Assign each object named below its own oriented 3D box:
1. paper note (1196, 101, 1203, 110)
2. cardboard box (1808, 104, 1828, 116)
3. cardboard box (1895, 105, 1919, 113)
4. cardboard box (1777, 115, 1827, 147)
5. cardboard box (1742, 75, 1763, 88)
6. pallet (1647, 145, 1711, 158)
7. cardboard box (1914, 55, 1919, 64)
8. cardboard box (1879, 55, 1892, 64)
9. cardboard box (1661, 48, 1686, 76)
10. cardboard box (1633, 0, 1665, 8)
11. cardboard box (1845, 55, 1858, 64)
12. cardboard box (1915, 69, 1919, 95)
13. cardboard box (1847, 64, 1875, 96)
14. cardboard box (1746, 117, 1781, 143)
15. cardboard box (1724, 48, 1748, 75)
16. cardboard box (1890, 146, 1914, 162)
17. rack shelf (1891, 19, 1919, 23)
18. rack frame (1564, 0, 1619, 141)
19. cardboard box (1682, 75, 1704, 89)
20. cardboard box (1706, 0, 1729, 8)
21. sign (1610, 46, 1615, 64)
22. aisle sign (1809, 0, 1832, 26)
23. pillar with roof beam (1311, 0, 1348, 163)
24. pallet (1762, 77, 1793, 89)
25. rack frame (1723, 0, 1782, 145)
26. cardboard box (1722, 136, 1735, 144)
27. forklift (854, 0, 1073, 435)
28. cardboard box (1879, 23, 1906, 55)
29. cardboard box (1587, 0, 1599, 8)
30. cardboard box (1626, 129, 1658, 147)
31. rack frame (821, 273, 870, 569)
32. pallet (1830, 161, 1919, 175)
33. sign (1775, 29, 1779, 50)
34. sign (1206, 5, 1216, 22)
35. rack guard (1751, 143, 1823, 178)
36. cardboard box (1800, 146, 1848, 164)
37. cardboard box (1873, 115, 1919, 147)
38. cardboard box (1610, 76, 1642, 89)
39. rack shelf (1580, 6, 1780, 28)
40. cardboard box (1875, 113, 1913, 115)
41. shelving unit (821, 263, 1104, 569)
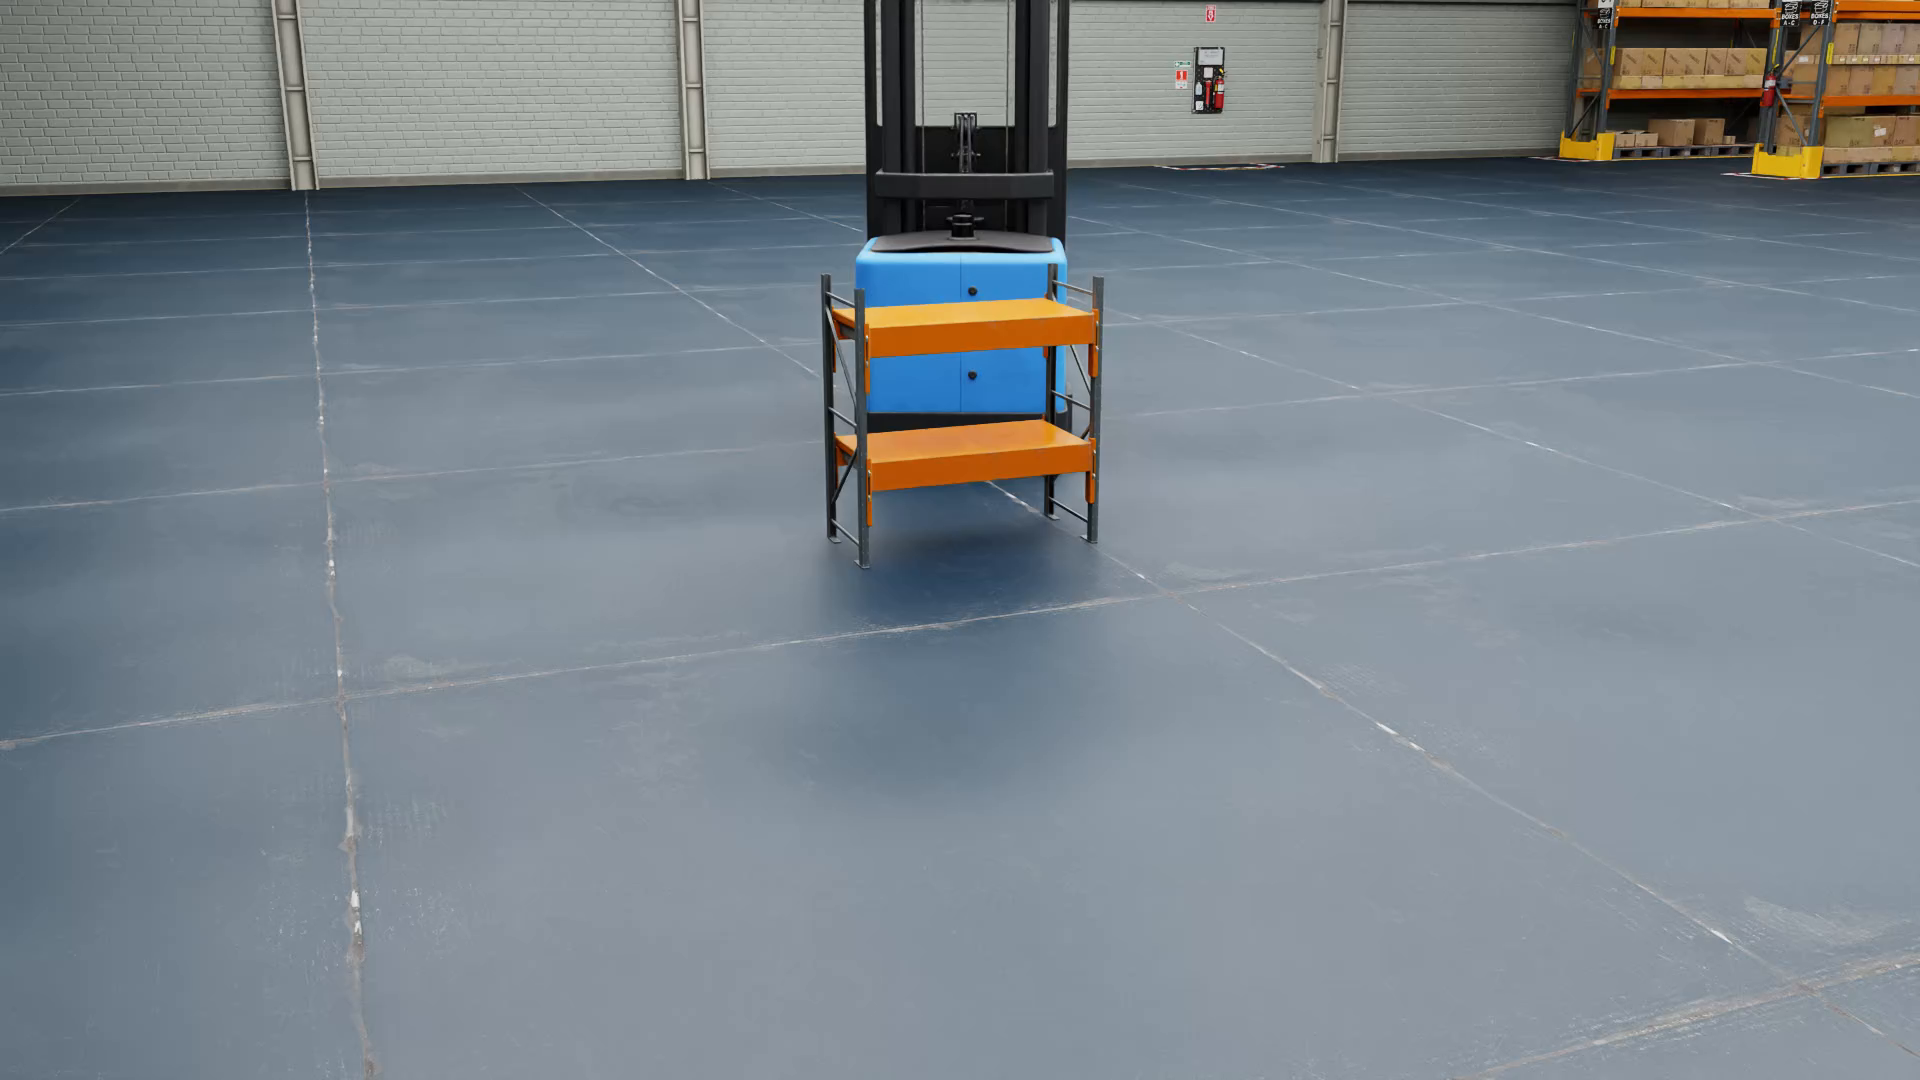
[{"bbox_3d":[4.368,-7.917,30.299,0.142,0.148,0.016,-6,17,-20],"label":"paper note"},{"bbox_3d":[17.449,-8.838,34.195,0.500,0.250,0.500,-7,18,-22],"label":"cardboard box"},{"bbox_3d":[20.342,-8.902,35.158,0.750,0.750,0.750,-6,18,-21],"label":"cardboard box"},{"bbox_3d":[14.308,-6.957,28.269,0.500,0.500,0.500,-6,17,-20],"label":"cardboard box"},{"bbox_3d":[15.539,-9.099,32.990,0.500,0.250,0.500,-6,17,-20],"label":"cardboard box"},{"bbox_3d":[14.117,-7.750,33.114,1.213,0.211,1.003,-6,17,-20],"label":"pallet"},{"bbox_3d":[16.038,-8.106,28.050,0.250,0.149,0.380,-6,17,-18],"label":"cardboard box"},{"bbox_3d":[15.321,-8.029,27.788,0.250,0.149,0.380,-7,18,-22],"label":"cardboard box"},{"bbox_3d":[13.641,-9.250,32.173,0.500,0.500,0.500,-7,18,-22],"label":"cardboard box"},{"bbox_3d":[13.054,-10.395,31.637,0.500,0.500,0.500,-5,17,-16],"label":"cardboard box"},{"bbox_3d":[14.603,-7.952,27.525,0.250,0.149,0.380,-7,18,-22],"label":"cardboard box"},{"bbox_3d":[16.277,-7.883,28.441,0.500,0.500,0.700,-6,17,-19],"label":"cardboard box"},{"bbox_3d":[14.843,-7.729,27.915,0.500,0.500,0.700,-6,17,-19],"label":"cardboard box"},{"bbox_3d":[16.554,-8.379,33.964,0.500,0.500,0.700,-6,17,-18],"label":"cardboard box"},{"bbox_3d":[15.078,-9.405,32.703,0.500,0.500,0.500,-6,17,-20],"label":"cardboard box"},{"bbox_3d":[15.895,-6.611,28.422,0.500,0.250,0.500,-6,17,-20],"label":"cardboard box"},{"bbox_3d":[21.476,-10.988,35.145,4.000,0.370,1.077,-6,17,-20],"label":"rack shelf"},{"bbox_3d":[12.138,-8.886,32.033,0.127,3.000,1.000,-6,17,-20],"label":"rack frame"},{"bbox_3d":[14.137,-8.945,32.466,0.500,0.250,0.500,-6,17,-20],"label":"cardboard box"},{"bbox_3d":[14.509,-10.556,32.185,0.500,0.500,0.500,-7,18,-22],"label":"cardboard box"},{"bbox_3d":[12.332,-9.158,31.425,0.005,0.325,0.100,-6,17,-20],"label":"sign"},{"bbox_3d":[13.962,-8.743,26.933,0.004,0.787,0.394,-6,17,-20],"label":"aisle sign"},{"bbox_3d":[8.420,-10.325,26.286,0.400,9.000,9.100,-6,17,-20],"label":"pillar with roof beam"},{"bbox_3d":[16.639,-9.236,33.565,1.213,0.211,1.003,-6,17,-20],"label":"pallet"},{"bbox_3d":[15.873,-9.289,33.406,0.127,3.000,1.000,-6,17,-20],"label":"rack frame"},{"bbox_3d":[15.384,-8.079,33.533,0.250,0.166,0.380,-9,18,-27],"label":"cardboard box"},{"bbox_3d":[0.041,-2.152,9.225,1.130,2.935,3.031,0,16,1],"label":"forklift"},{"bbox_3d":[15.363,-8.408,27.925,0.500,0.500,0.700,-6,17,-20],"label":"cardboard box"},{"bbox_3d":[12.437,-10.491,31.963,0.500,0.500,0.500,-5,17,-16],"label":"cardboard box"},{"bbox_3d":[13.348,-7.910,32.702,0.500,0.311,0.500,-5,17,-15],"label":"cardboard box"},{"bbox_3d":[-0.468,-0.489,6.768,0.032,1.125,0.500,-6,17,-20],"label":"rack frame"},{"bbox_3d":[15.750,-6.455,28.704,1.213,0.211,1.003,-6,17,-20],"label":"pallet"},{"bbox_3d":[13.733,-8.396,27.890,0.005,0.325,0.100,-6,17,-20],"label":"sign"},{"bbox_3d":[4.515,-9.477,29.934,0.199,0.298,0.001,-6,17,-20],"label":"sign"},{"bbox_3d":[13.891,-6.381,27.940,0.348,0.500,1.175,-6,17,-20],"label":"rack guard"},{"bbox_3d":[14.494,-6.460,27.909,0.500,0.250,0.500,-6,17,-20],"label":"cardboard box"},{"bbox_3d":[15.896,-6.971,28.316,0.500,0.500,0.500,-6,17,-20],"label":"cardboard box"},{"bbox_3d":[12.707,-8.789,31.934,0.500,0.250,0.500,-7,18,-22],"label":"cardboard box"},{"bbox_3d":[14.005,-10.181,32.398,4.000,0.370,1.077,-6,17,-20],"label":"rack shelf"},{"bbox_3d":[16.170,-7.163,28.970,0.500,0.500,0.500,-6,17,-20],"label":"cardboard box"},{"bbox_3d":[0.006,-0.540,6.942,1.048,1.125,0.538,-6,17,-20],"label":"shelving unit"}]
